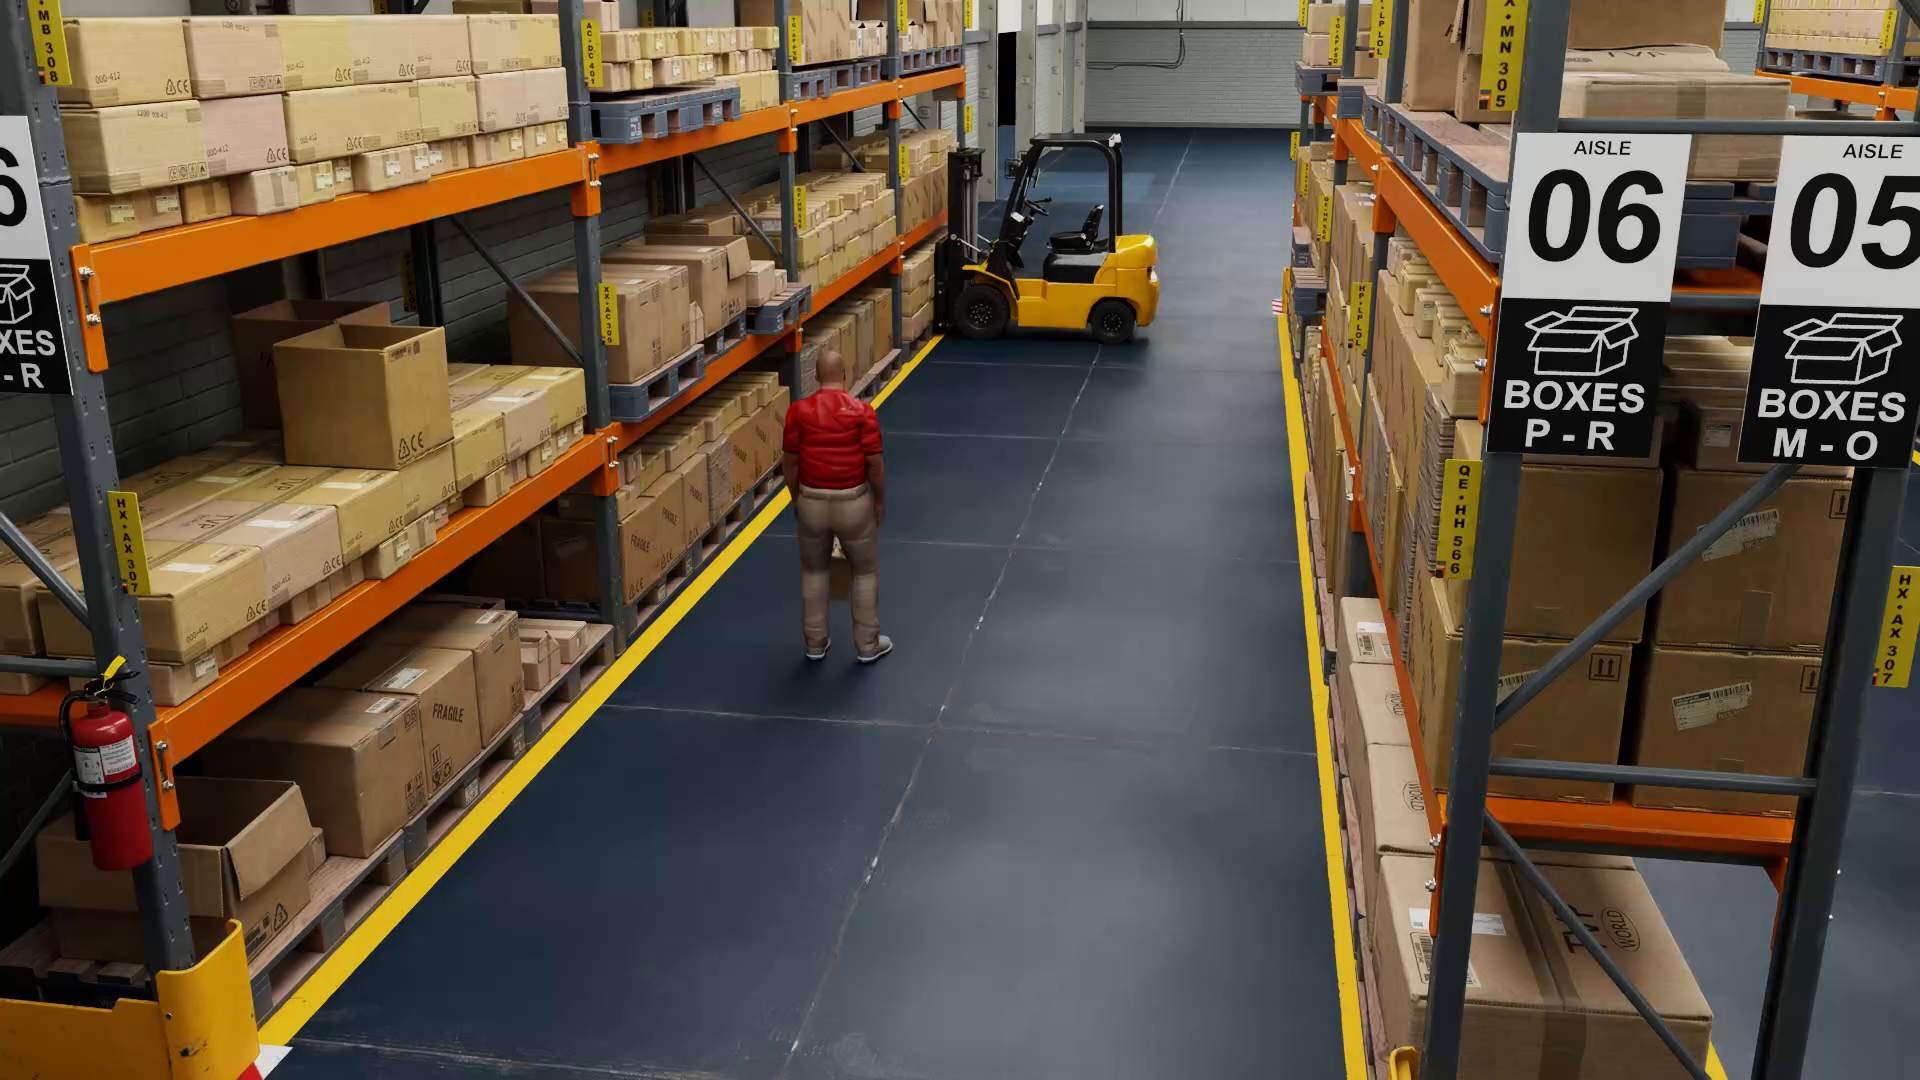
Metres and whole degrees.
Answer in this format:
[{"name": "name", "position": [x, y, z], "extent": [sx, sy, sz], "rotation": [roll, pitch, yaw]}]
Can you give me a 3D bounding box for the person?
[{"name": "person", "position": [-0.679, -0.177, 9.123], "extent": [0.566, 1.729, 0.396], "rotation": [2, 18, 7]}]
